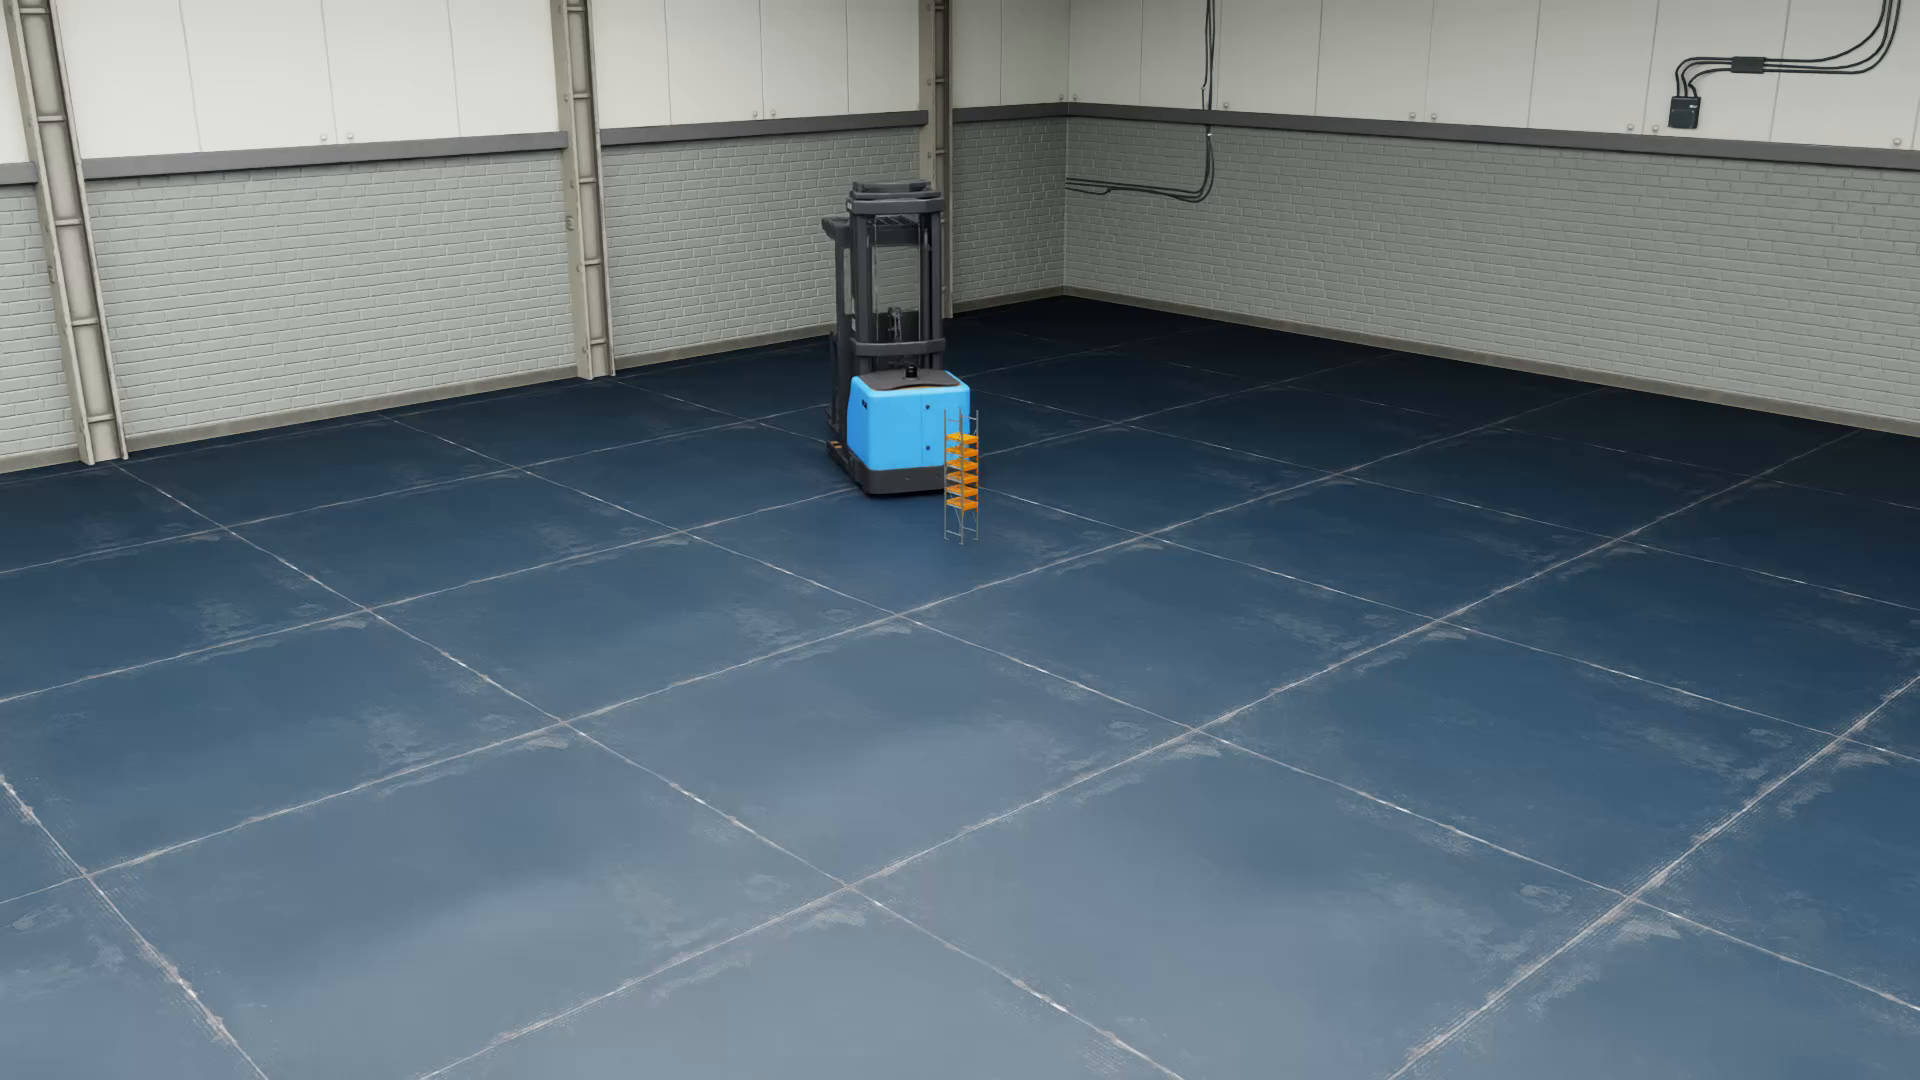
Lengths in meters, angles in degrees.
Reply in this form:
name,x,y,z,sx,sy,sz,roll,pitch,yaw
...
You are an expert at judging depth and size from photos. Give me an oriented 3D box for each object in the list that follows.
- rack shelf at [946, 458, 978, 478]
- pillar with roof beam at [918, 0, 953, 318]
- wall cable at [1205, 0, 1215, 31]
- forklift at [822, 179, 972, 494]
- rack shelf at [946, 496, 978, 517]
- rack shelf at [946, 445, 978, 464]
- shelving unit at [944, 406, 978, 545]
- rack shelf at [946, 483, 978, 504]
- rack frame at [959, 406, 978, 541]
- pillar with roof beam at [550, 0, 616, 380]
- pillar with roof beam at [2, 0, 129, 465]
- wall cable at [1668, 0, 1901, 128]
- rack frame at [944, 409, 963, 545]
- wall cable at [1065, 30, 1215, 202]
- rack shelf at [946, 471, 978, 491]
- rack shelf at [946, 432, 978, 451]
name,x,y,z,sx,sy,sz,roll,pitch,yaw
rack shelf,0.011,-0.646,14.786,0.180,0.103,0.258,-16,24,-41
pillar with roof beam,2.602,-6.718,21.114,0.400,9.000,9.100,-16,24,-41
wall cable,4.552,-8.330,22.931,0.112,2.526,3.097,-16,24,-41
forklift,-0.786,-2.254,17.185,1.130,2.935,3.031,-5,19,-15
rack shelf,0.011,-0.303,14.897,0.180,0.103,0.258,-16,24,-41
rack shelf,0.011,-0.760,14.749,0.180,0.103,0.258,-16,24,-41
shelving unit,0.011,-0.574,14.809,0.189,1.200,0.258,-16,24,-41
rack shelf,0.011,-0.417,14.860,0.180,0.103,0.258,-16,24,-41
rack frame,0.077,-0.593,14.869,0.006,1.200,0.240,-16,24,-41
pillar with roof beam,-1.758,-5.447,17.193,0.400,9.000,9.100,-16,24,-41
pillar with roof beam,-6.117,-4.175,13.272,0.400,9.000,9.100,-16,24,-41
wall cable,9.204,-7.498,18.005,0.169,6.003,2.305,-16,24,-41
rack frame,-0.056,-0.554,14.749,0.006,1.200,0.240,-16,24,-41
wall cable,2.693,-6.534,25.580,0.112,2.526,3.097,-16,24,-41
rack shelf,0.011,-0.532,14.823,0.180,0.103,0.258,-16,24,-41
rack shelf,0.011,-0.874,14.712,0.180,0.103,0.258,-16,24,-41
